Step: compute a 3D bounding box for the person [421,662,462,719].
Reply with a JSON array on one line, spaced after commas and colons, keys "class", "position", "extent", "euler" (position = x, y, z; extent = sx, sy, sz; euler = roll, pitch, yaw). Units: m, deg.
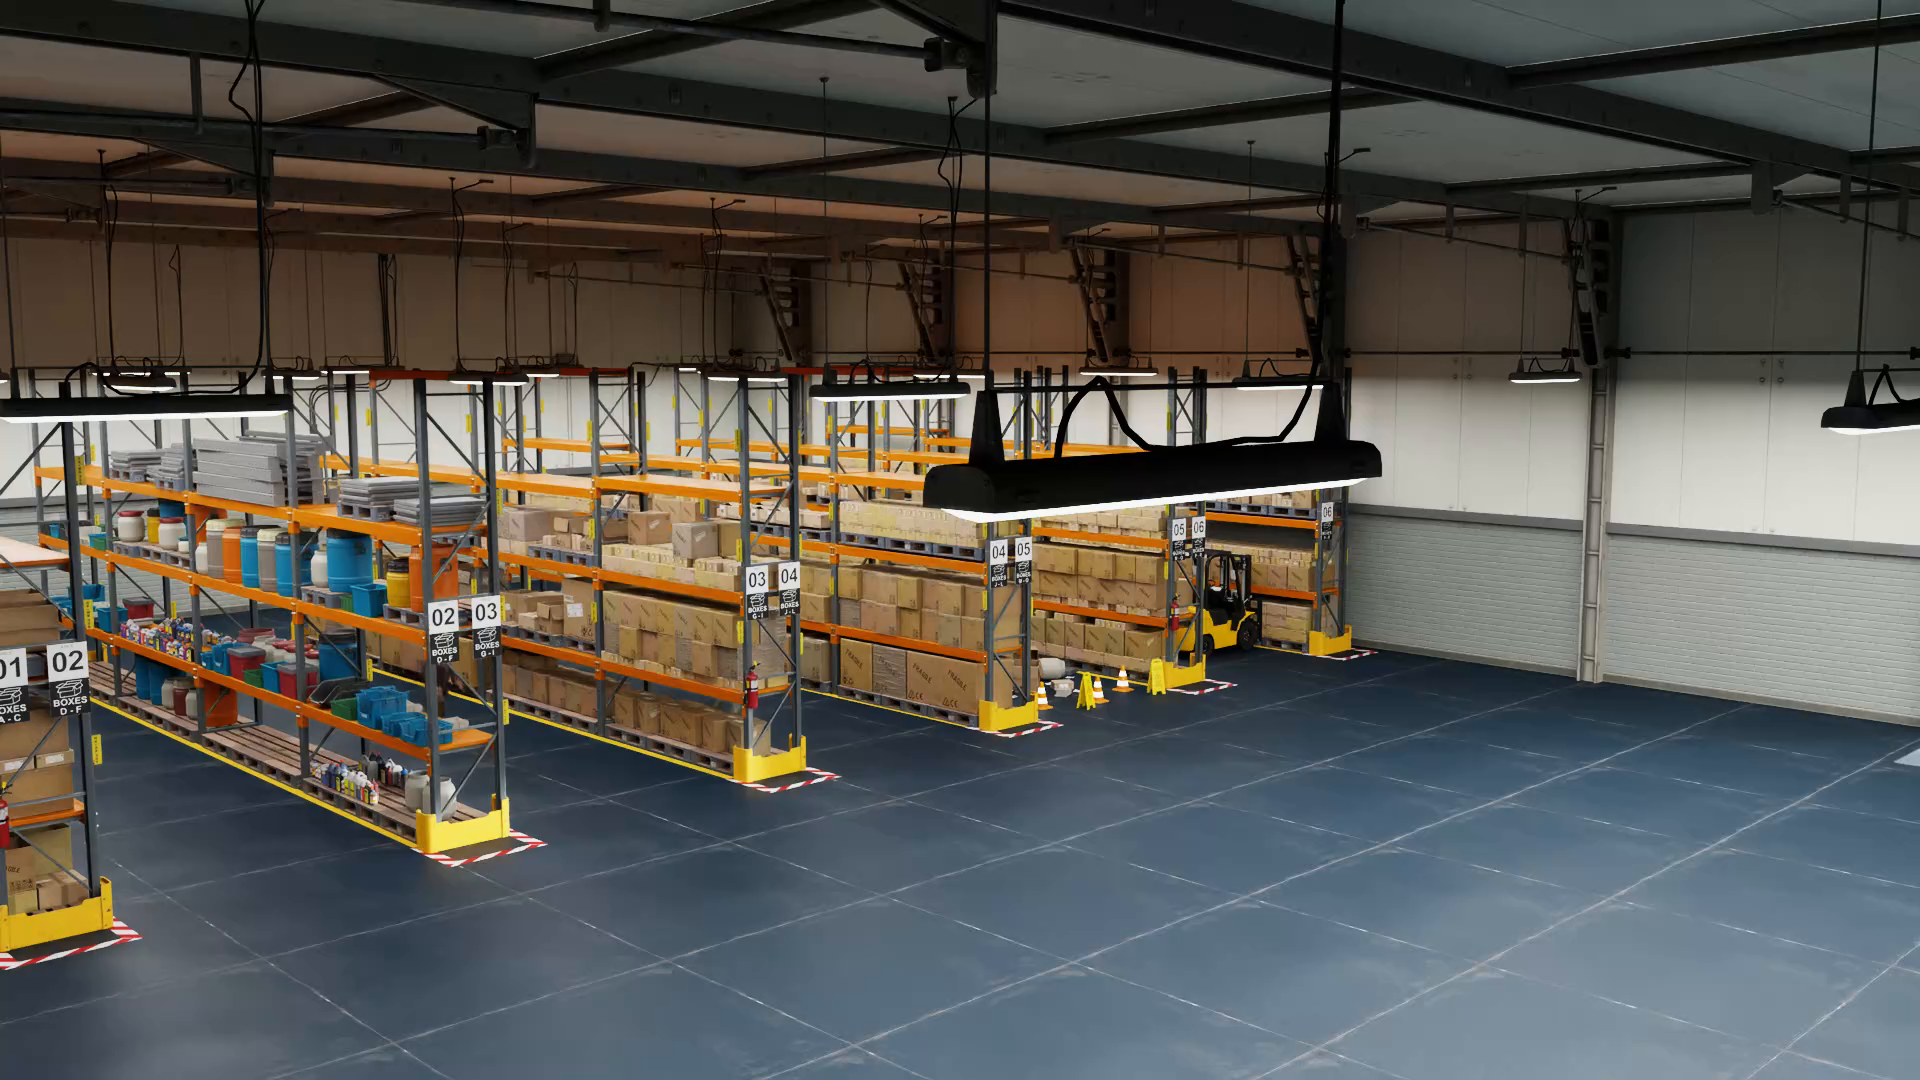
[{"class": "person", "position": [-8.613, 2.402, 27.213], "extent": [0.888, 1.642, 0.715], "euler": [2, 7, 17]}]

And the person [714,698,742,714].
[{"class": "person", "position": [-3.846, 2.297, 28.507], "extent": [0.806, 1.699, 0.708], "euler": [-1, 7, -13]}]
